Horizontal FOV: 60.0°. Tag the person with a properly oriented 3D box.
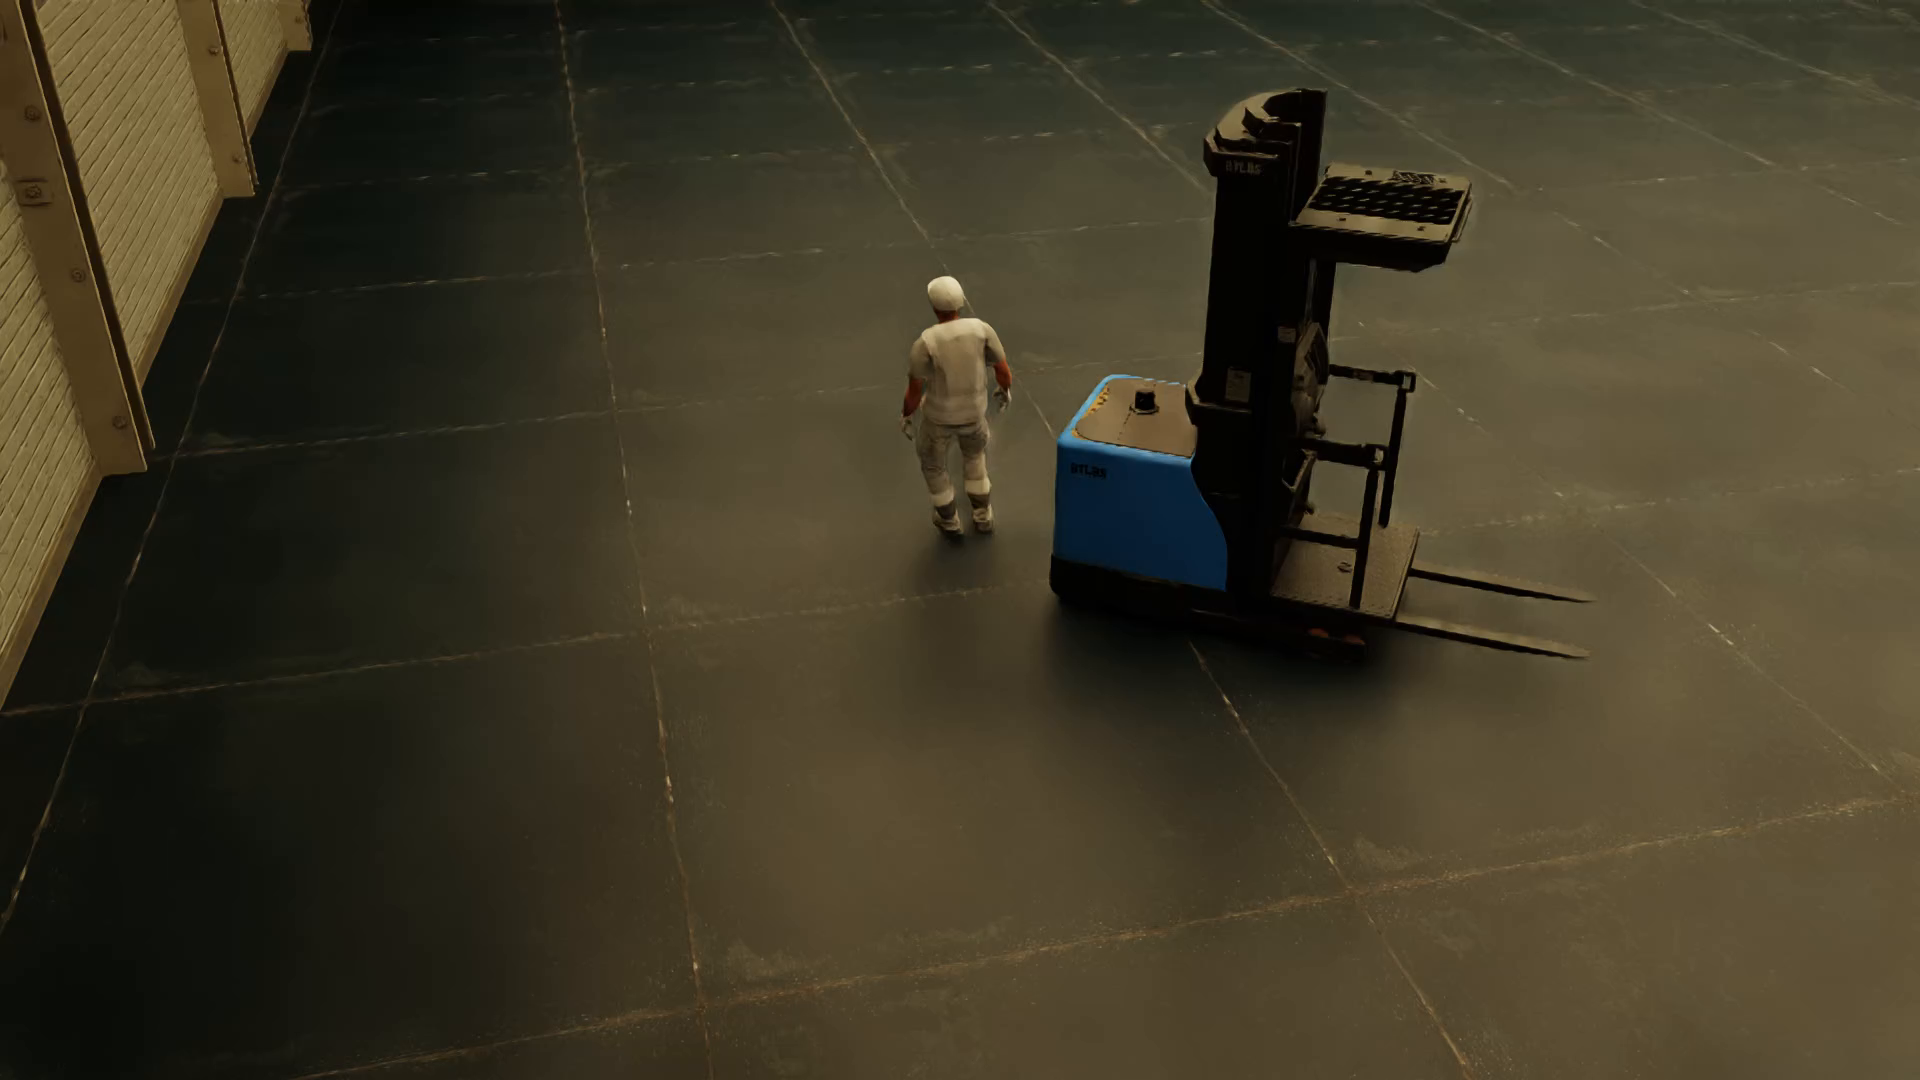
[{"bbox_3d":[-0.038,-0.807,10.159,0.718,1.776,0.486,-9,31,-14],"label":"person"}]

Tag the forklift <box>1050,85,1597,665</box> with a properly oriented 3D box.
[{"bbox_3d":[2.105,-0.871,9.080,3.031,2.935,1.130,11,32,18],"label":"forklift"}]
